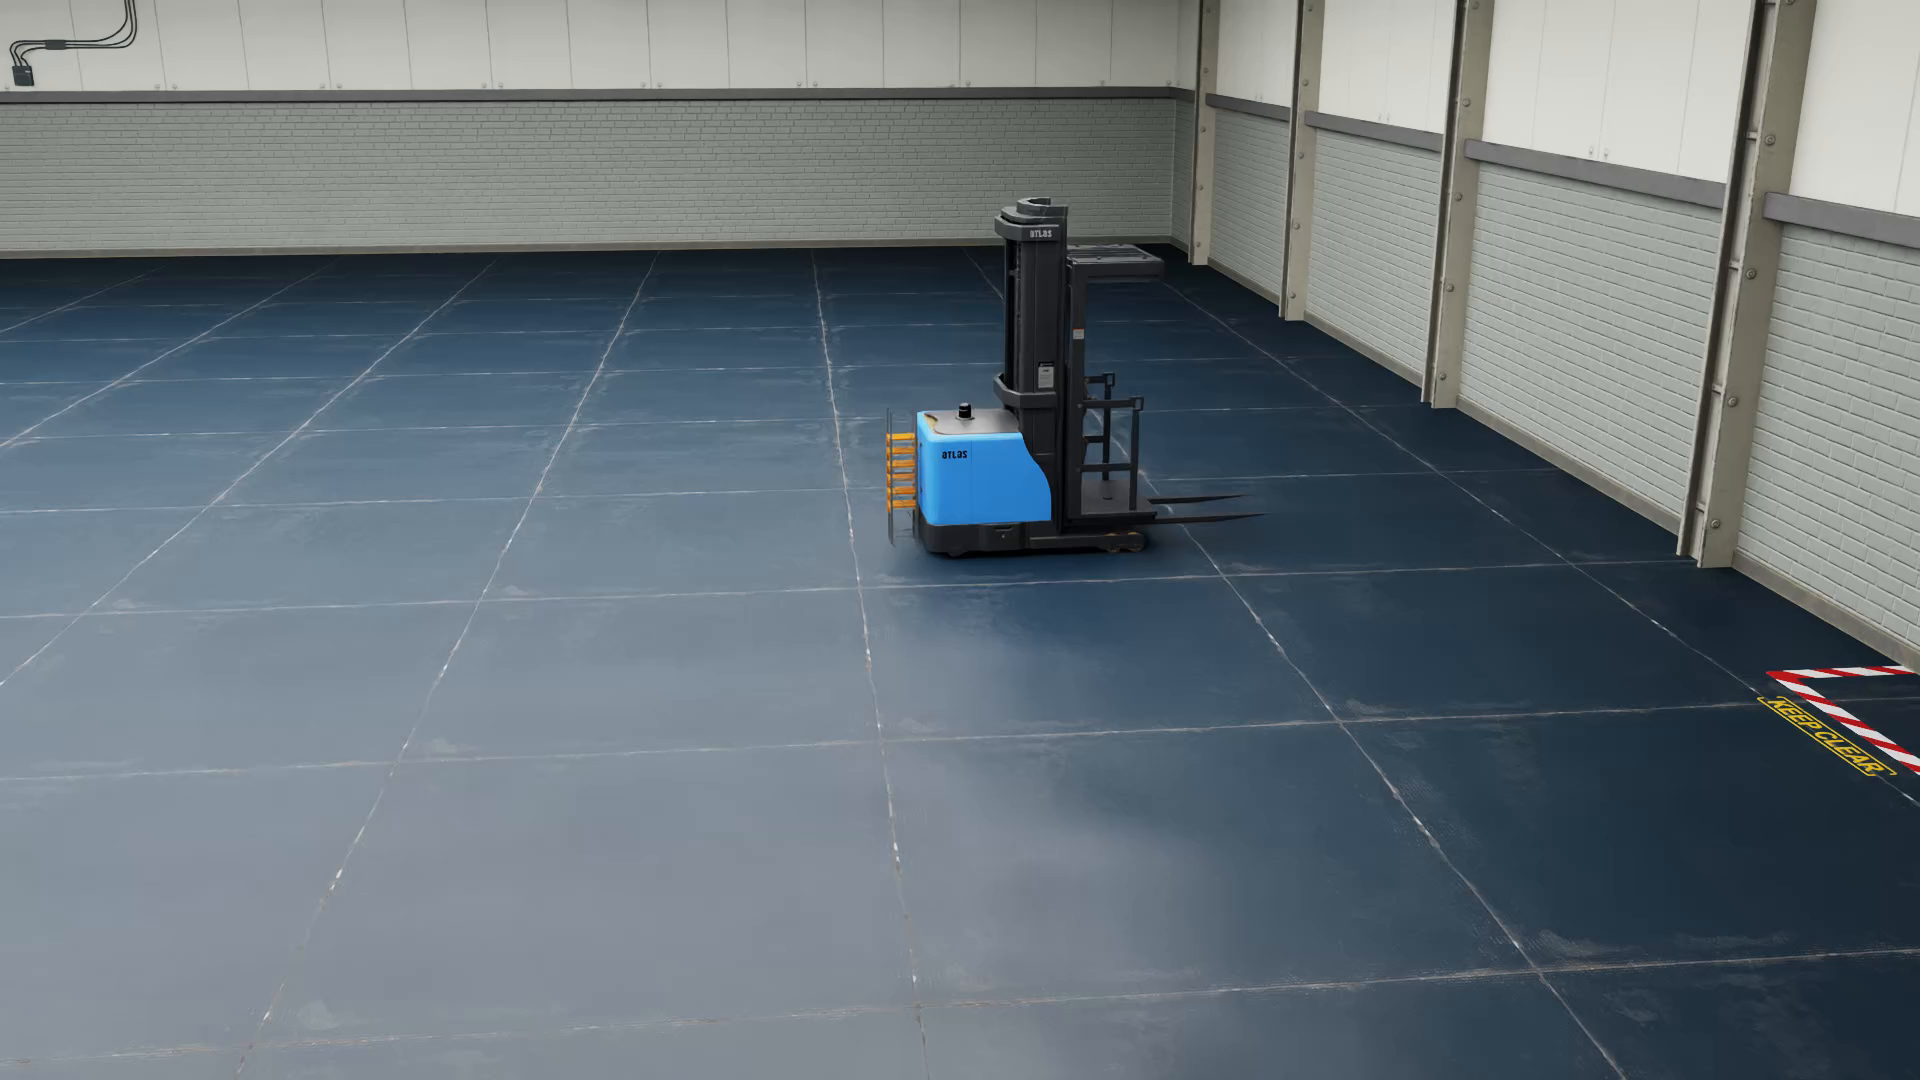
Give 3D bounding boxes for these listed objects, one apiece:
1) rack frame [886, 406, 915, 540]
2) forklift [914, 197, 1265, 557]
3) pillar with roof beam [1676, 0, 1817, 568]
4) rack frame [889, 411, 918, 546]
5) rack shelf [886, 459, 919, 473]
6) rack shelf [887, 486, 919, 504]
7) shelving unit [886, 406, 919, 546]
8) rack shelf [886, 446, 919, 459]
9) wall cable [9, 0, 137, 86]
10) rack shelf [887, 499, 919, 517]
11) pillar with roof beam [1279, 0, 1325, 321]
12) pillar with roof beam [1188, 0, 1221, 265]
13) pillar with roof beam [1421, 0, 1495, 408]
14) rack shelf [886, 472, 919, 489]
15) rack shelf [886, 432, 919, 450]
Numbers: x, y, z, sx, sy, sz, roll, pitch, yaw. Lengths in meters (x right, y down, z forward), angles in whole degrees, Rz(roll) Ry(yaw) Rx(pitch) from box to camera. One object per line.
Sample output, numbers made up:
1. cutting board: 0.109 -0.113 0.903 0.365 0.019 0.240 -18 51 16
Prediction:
1. rack frame: -0.516 -0.579 14.519 0.240 1.200 0.006 -3 18 -10
2. forklift: 1.146 -1.444 14.382 3.031 2.935 1.130 -3 18 -9
3. pillar with roof beam: 2.053 -3.991 12.367 9.100 9.000 0.400 -2 18 -6
4. rack frame: -0.483 -0.525 14.347 0.240 1.200 0.006 -3 18 -10
5. rack shelf: -0.499 -0.624 14.411 0.258 0.103 0.180 -3 18 -10
6. rack shelf: -0.499 -0.395 14.482 0.258 0.103 0.180 -3 18 -10
7. shelving unit: -0.499 -0.552 14.433 0.258 1.200 0.189 -3 18 -10
8. rack shelf: -0.499 -0.739 14.375 0.258 0.103 0.180 -3 18 -10
9. wall cable: -16.397 -11.344 30.109 2.305 6.003 0.169 -2 18 -6
10. rack shelf: -0.499 -0.281 14.518 0.258 0.103 0.180 -3 18 -10
11. pillar with roof beam: 0.816 -7.567 23.755 9.100 9.000 0.400 -2 18 -6
12. pillar with roof beam: 0.197 -9.354 29.449 9.100 9.000 0.400 -2 18 -6
13. pillar with roof beam: 1.435 -5.779 18.061 9.100 9.000 0.400 -2 18 -6
14. rack shelf: -0.499 -0.510 14.447 0.258 0.103 0.180 -3 18 -10
15. rack shelf: -0.499 -0.853 14.339 0.258 0.103 0.180 -3 18 -10
